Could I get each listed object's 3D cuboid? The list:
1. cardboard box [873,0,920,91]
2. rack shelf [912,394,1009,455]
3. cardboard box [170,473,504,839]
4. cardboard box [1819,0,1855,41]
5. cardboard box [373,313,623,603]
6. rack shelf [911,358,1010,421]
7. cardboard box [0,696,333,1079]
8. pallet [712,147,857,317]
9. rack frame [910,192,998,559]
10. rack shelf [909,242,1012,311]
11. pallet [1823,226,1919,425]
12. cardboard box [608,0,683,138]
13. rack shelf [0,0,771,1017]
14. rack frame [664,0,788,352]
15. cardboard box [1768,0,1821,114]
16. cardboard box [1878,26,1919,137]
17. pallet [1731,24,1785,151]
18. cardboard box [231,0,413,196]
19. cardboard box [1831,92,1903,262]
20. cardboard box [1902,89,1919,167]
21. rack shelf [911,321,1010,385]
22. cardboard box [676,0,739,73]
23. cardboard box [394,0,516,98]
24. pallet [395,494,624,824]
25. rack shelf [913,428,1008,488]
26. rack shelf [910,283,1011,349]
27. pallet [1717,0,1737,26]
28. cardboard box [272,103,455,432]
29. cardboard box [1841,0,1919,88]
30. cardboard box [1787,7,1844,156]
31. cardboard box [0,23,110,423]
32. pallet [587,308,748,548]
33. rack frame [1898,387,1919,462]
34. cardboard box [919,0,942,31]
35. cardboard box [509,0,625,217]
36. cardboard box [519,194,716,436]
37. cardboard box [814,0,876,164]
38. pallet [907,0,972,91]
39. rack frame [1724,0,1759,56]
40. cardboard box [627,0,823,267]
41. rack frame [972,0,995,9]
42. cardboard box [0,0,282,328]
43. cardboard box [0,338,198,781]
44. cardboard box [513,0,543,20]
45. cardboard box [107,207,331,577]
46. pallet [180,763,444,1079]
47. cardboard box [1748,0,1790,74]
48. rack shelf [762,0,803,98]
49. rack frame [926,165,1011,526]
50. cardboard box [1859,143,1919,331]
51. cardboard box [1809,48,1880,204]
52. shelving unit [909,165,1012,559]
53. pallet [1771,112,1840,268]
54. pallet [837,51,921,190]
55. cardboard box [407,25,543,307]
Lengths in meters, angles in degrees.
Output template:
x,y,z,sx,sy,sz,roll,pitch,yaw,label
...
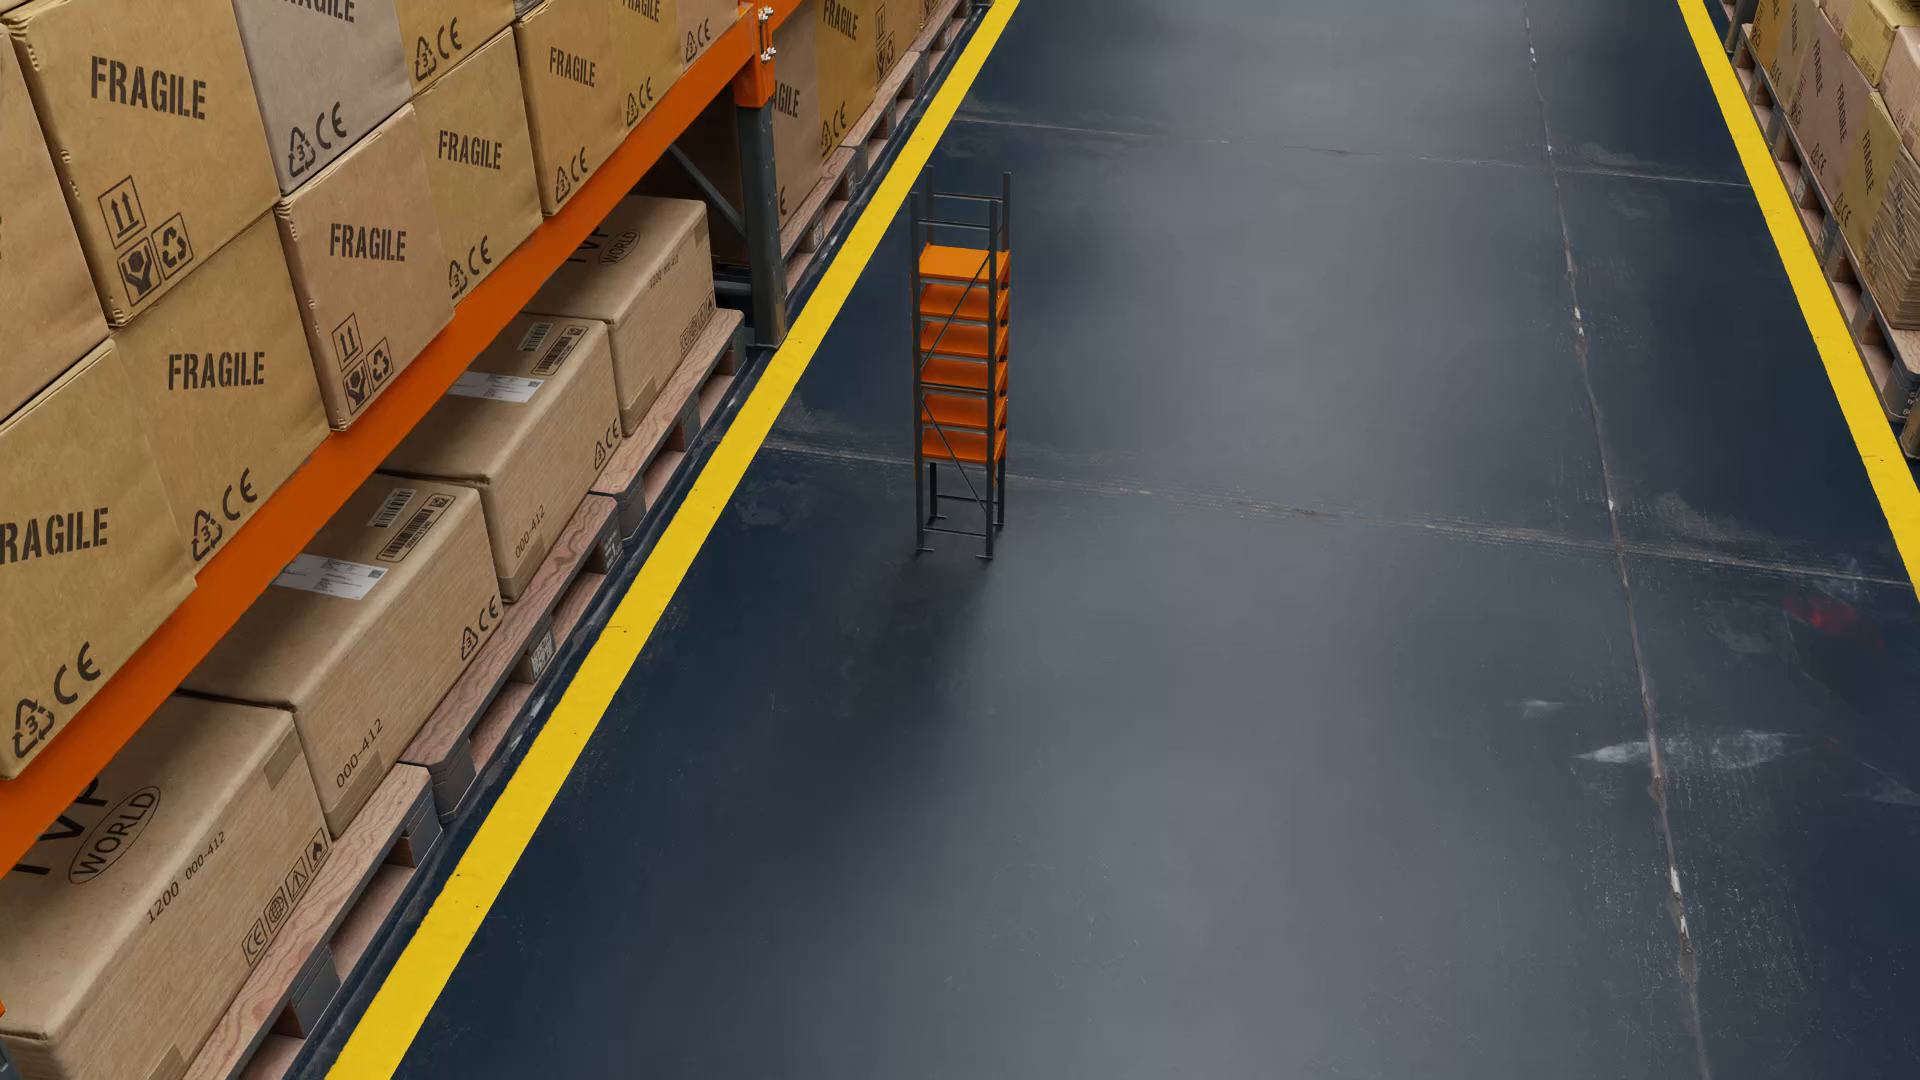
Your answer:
x,y,z,sx,sy,sz,roll,pitch,yaw,label
-0.726,-2.725,7.907,0.875,0.875,0.875,8,37,11,cardboard box
0.003,-0.361,5.006,0.258,0.103,0.180,7,37,10,rack shelf
-1.781,0.225,4.209,0.875,0.438,0.875,8,37,11,cardboard box
3.944,-2.273,6.964,0.500,0.250,0.500,8,37,10,cardboard box
-1.587,-0.292,4.922,0.875,0.438,0.875,6,36,9,cardboard box
0.003,-0.458,4.935,0.258,0.103,0.180,7,37,10,rack shelf
-1.968,0.751,3.483,0.875,0.438,0.875,6,36,8,cardboard box
-1.066,-1.342,6.921,1.003,0.211,1.213,7,37,10,pallet
-0.016,-0.442,4.837,0.240,1.200,0.006,7,37,10,rack frame
0.003,-0.750,4.724,0.258,0.103,0.180,7,37,10,rack shelf
3.865,-0.774,6.138,1.003,0.211,1.213,7,37,10,pallet
-1.111,-1.466,4.631,0.500,0.500,0.500,6,36,9,cardboard box
-1.584,-0.581,4.108,1.077,0.370,4.000,7,37,10,rack shelf
-1.157,-2.019,5.479,1.000,3.000,0.127,7,37,10,rack frame
4.050,-2.245,7.564,0.500,0.500,0.500,8,37,11,cardboard box
3.735,-1.669,6.131,0.500,0.250,0.500,9,37,12,cardboard box
4.386,-2.173,8.068,1.003,0.211,1.213,7,37,10,pallet
-1.425,-1.004,3.141,0.500,0.500,0.500,7,37,10,cardboard box
3.722,-1.364,6.348,0.500,0.500,0.500,6,36,9,cardboard box
3.612,-1.377,5.726,0.500,0.250,0.500,6,36,9,cardboard box
0.003,-0.555,4.865,0.258,0.103,0.180,7,37,10,rack shelf
-1.007,-1.761,5.039,0.500,0.500,0.500,8,37,10,cardboard box
-1.319,-1.290,3.536,0.500,0.500,0.500,7,37,10,cardboard box
-1.654,0.238,4.742,1.003,0.211,1.213,7,37,10,pallet
0.003,-0.264,5.076,0.258,0.103,0.180,7,37,10,rack shelf
0.003,-0.652,4.795,0.258,0.103,0.180,7,37,10,rack shelf
4.797,-3.063,9.296,1.003,0.211,1.213,7,37,10,pallet
-1.421,-0.588,3.420,0.500,0.500,0.500,7,37,10,cardboard box
3.834,-1.974,6.551,0.500,0.250,0.500,6,36,8,cardboard box
3.945,-1.950,7.157,0.500,0.500,0.500,6,36,9,cardboard box
-1.631,-0.410,2.323,0.500,0.500,0.500,7,36,9,cardboard box
-1.396,-0.464,5.710,1.003,0.211,1.213,7,37,10,pallet
3.700,-1.456,4.703,1.000,3.000,0.127,7,37,10,rack frame
-0.531,-3.236,8.612,0.875,0.875,0.875,7,37,10,cardboard box
-1.204,-1.176,4.231,0.500,0.500,0.500,7,36,9,cardboard box
-1.396,-0.805,5.630,0.875,0.438,0.875,7,36,9,cardboard box
-0.918,-2.213,7.200,0.875,0.875,0.875,8,37,11,cardboard box
-0.545,-2.740,8.851,1.003,0.211,1.213,7,37,10,pallet
4.555,-3.749,7.867,1.000,3.000,0.127,7,37,10,rack frame
-1.103,-1.694,6.484,0.875,0.875,0.875,8,37,11,cardboard box
-0.303,-4.312,8.643,1.000,3.000,0.127,7,37,10,rack frame
-1.527,-0.707,2.733,0.500,0.500,0.500,6,36,9,cardboard box
-1.629,-0.005,2.616,0.500,0.500,0.500,7,37,10,cardboard box
-1.204,-1.576,3.931,0.500,0.500,0.500,8,37,11,cardboard box
-1.548,-0.299,3.021,0.500,0.500,0.500,7,36,9,cardboard box
-1.917,0.935,3.780,1.003,0.211,1.213,7,37,10,pallet
4.154,-2.534,7.962,0.500,0.500,0.500,6,36,8,cardboard box
-0.730,-2.874,7.273,1.077,0.370,4.000,7,37,10,rack shelf
0.023,-0.547,4.982,0.240,1.200,0.006,7,37,10,rack frame
3.612,-1.070,5.943,0.500,0.500,0.500,7,36,9,cardboard box
3.836,-1.658,6.753,0.500,0.500,0.500,7,36,9,cardboard box
0.003,-0.494,4.909,0.258,1.200,0.189,7,37,10,shelving unit
4.123,-1.475,7.106,1.003,0.211,1.213,7,37,10,pallet
-0.808,-2.043,7.889,1.003,0.211,1.213,7,37,10,pallet
-1.331,-0.877,3.819,0.500,0.500,0.500,8,37,12,cardboard box
